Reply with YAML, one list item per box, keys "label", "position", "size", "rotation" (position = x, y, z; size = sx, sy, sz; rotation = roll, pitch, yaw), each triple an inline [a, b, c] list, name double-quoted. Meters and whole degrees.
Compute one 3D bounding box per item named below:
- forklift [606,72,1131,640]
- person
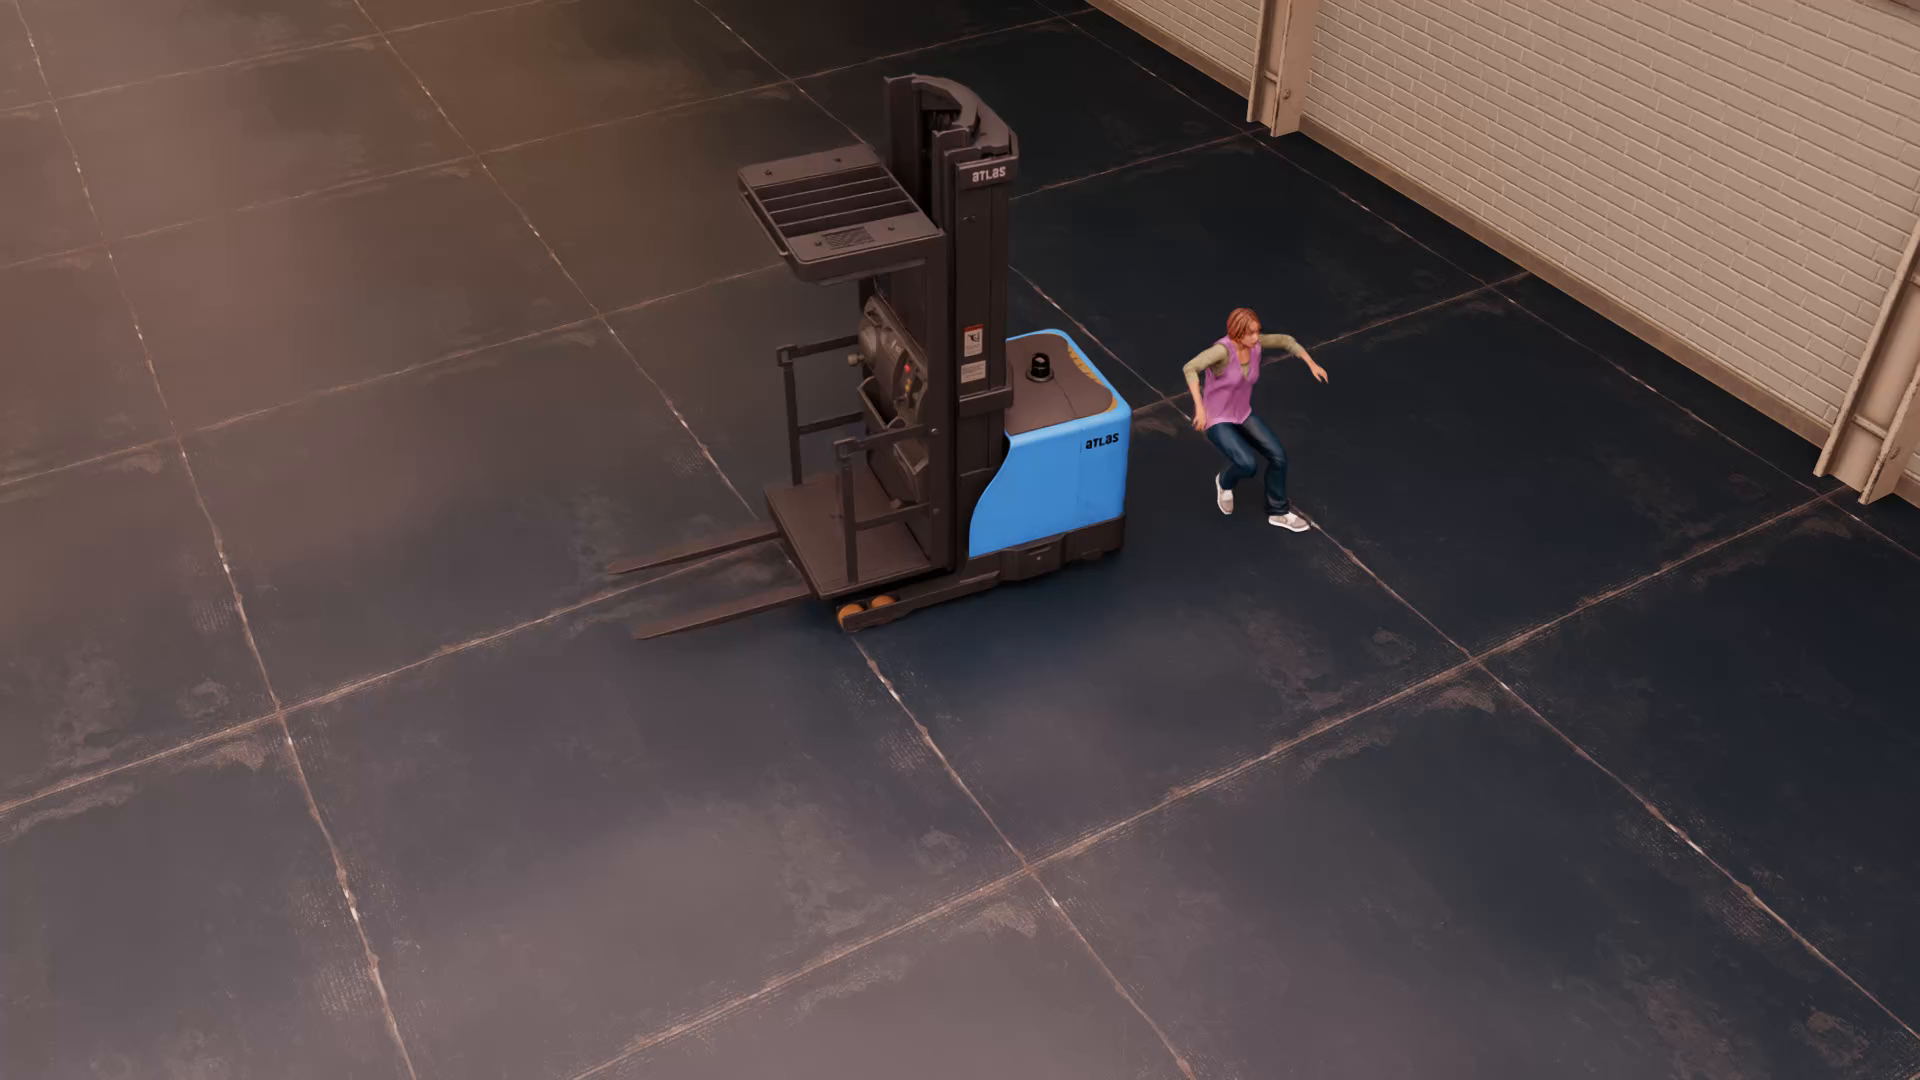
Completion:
- label: "forklift"
  position: [-0.561, -0.974, 9.210]
  size: [3.031, 2.935, 1.130]
  rotation: [-15, 42, -17]
- label: "person"
  position: [1.795, -0.693, 10.066]
  size: [0.998, 1.393, 0.757]
  rotation: [-25, 46, -27]
